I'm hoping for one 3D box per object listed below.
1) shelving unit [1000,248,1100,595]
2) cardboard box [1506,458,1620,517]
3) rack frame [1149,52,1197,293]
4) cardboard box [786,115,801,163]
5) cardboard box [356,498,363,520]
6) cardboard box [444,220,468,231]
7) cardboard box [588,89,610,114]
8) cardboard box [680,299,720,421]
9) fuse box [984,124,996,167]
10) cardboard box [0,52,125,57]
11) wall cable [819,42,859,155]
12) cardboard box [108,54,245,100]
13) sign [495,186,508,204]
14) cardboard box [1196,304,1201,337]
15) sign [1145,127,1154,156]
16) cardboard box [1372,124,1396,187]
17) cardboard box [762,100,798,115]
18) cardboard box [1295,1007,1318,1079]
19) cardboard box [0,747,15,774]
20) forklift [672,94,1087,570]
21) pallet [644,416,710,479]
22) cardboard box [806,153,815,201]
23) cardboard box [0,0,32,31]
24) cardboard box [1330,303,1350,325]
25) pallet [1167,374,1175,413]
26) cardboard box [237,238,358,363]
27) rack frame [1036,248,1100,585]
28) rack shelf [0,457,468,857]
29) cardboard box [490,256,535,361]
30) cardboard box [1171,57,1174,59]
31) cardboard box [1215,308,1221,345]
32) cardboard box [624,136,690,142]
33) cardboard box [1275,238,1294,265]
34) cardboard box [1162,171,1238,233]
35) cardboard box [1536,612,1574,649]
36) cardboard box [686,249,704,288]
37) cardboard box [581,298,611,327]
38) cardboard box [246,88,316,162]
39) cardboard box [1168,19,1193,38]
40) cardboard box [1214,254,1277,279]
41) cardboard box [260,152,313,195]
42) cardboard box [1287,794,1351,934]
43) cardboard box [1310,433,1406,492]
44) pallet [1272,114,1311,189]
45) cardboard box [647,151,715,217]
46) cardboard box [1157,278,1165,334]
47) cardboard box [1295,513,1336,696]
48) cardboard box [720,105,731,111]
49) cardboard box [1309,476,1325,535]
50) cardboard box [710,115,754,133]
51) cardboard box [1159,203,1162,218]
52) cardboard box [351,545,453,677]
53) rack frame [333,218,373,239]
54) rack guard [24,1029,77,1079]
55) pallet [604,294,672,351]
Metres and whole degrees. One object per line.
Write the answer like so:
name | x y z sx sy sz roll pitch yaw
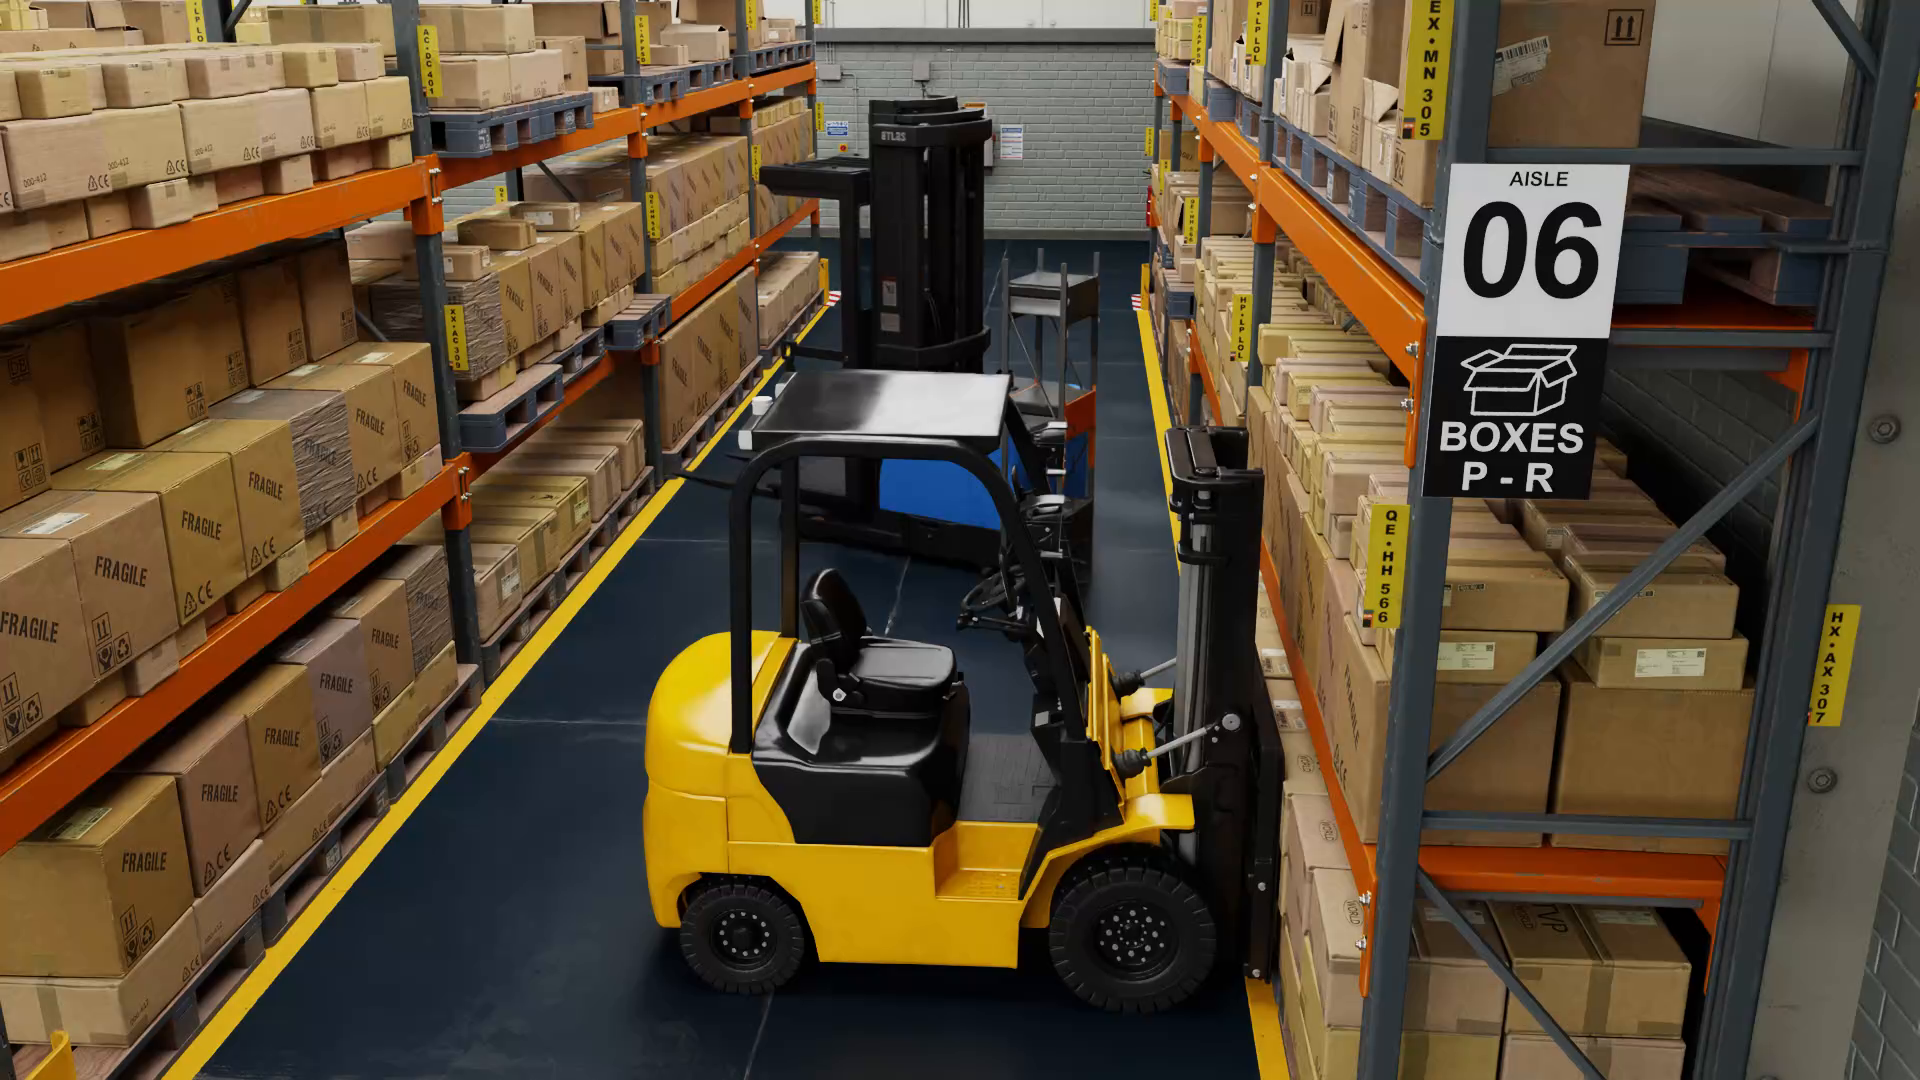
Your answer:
shelving unit | 0.543 -0.676 10.114 0.431 2.100 0.503 9 20 25
cardboard box | 1.930 -0.171 5.449 0.380 0.149 0.250 2 18 6
rack frame | 2.756 -4.222 19.491 1.000 3.000 0.127 1 18 4
cardboard box | -2.039 -4.383 18.215 0.500 0.500 0.500 1 18 4
cardboard box | -2.914 -0.145 7.452 0.380 0.149 0.250 1 18 3
cardboard box | -3.094 -1.774 10.707 0.500 0.500 0.500 2 18 5
cardboard box | -2.592 -2.973 11.266 0.380 0.149 0.250 1 18 4
cardboard box | -2.568 -1.527 14.003 0.875 0.875 0.875 2 18 5
fuse box | 0.270 -5.379 25.091 0.539 1.711 0.414 1 18 4
cardboard box | -3.442 -1.794 6.385 0.380 0.149 0.250 1 18 3
wall cable | -1.814 -6.581 25.009 0.585 1.953 0.123 1 18 4
cardboard box | -2.877 -1.703 6.108 0.380 0.149 0.250 2 18 5
sign | -3.323 -2.409 12.097 0.100 0.325 0.005 1 18 4
cardboard box | 1.907 -1.534 11.528 0.500 0.250 0.500 1 18 4
sign | 2.215 -4.646 19.393 0.100 0.325 0.005 1 18 4
cardboard box | 1.365 -1.070 4.623 0.380 0.149 0.250 1 18 2
cardboard box | -2.009 -4.808 18.471 0.380 0.149 0.250 2 18 5
cardboard box | 1.327 1.701 5.155 0.500 0.250 0.500 1 18 4
cardboard box | -3.112 0.656 5.007 0.380 0.149 0.250 1 18 4
forklift | -0.656 -1.517 11.347 3.031 2.935 1.130 11 21 30
pallet | -2.637 -0.765 13.419 1.003 0.211 1.213 1 18 4
cardboard box | -1.966 -4.224 19.335 0.500 0.500 0.500 1 18 4
cardboard box | -7.372 -4.043 12.736 0.396 0.266 0.258 1 18 4
cardboard box | 2.223 -1.195 9.050 0.380 0.149 0.250 1 18 3
pallet | 2.448 -1.401 15.361 1.003 0.211 1.213 1 18 4
cardboard box | -3.303 -1.137 7.832 0.700 0.500 0.500 1 18 3
rack frame | 0.653 -0.744 10.321 0.400 2.100 0.015 9 20 25
rack shelf | -3.199 0.358 6.668 1.077 0.370 4.000 1 18 4
cardboard box | -2.701 -1.288 9.224 0.500 0.500 0.500 1 18 4
cardboard box | 2.254 -4.631 15.684 0.500 0.250 0.500 1 18 4
cardboard box | 1.803 -1.295 9.995 0.500 0.250 0.500 2 18 5
cardboard box | -2.800 -3.482 15.466 0.500 0.500 0.500 1 18 5
cardboard box | 2.361 -1.988 11.470 0.380 0.149 0.250 2 18 6
cardboard box | 2.211 -3.082 15.176 0.700 0.500 0.500 2 18 5
cardboard box | 1.846 0.214 4.751 0.380 0.149 0.250 1 18 4
cardboard box | -2.420 -2.245 13.698 0.500 0.250 0.500 2 18 6
cardboard box | -2.510 -1.492 10.889 0.380 0.149 0.250 2 18 5
cardboard box | -2.905 -1.642 6.564 0.500 0.250 0.500 1 18 3
cardboard box | 2.002 -4.429 14.396 0.380 0.149 0.250 1 18 3
cardboard box | 1.849 -1.756 10.763 0.380 0.149 0.250 1 18 5
cardboard box | -2.862 -1.487 6.729 0.380 0.149 0.250 2 18 5
cardboard box | 1.361 1.070 5.475 0.500 0.250 0.500 2 18 5
cardboard box | 1.416 -0.265 5.733 0.380 0.149 0.250 2 18 5
pallet | 1.860 -1.613 6.854 1.003 0.211 1.213 1 18 4
cardboard box | -2.372 -2.989 13.961 0.500 0.500 0.500 2 18 5
cardboard box | 2.443 -2.459 17.450 0.700 0.500 0.500 1 18 2
cardboard box | 1.465 0.221 5.771 0.500 0.500 0.500 1 18 3
cardboard box | -2.620 -4.495 17.517 0.380 0.149 0.250 1 18 4
cardboard box | 1.422 -0.122 5.774 0.380 0.149 0.250 1 18 4
cardboard box | -2.201 -4.013 16.044 0.380 0.149 0.250 1 18 3
cardboard box | 2.318 -3.526 17.769 0.380 0.149 0.250 2 18 5
cardboard box | -2.830 0.336 8.119 0.500 0.500 0.500 1 18 3
rack frame | -7.140 -4.411 20.067 1.000 3.000 0.127 1 18 4
rack guard | -3.337 1.802 5.122 1.175 0.500 0.348 1 18 4
pallet | -2.714 -1.532 11.590 1.213 0.211 1.003 1 18 4
